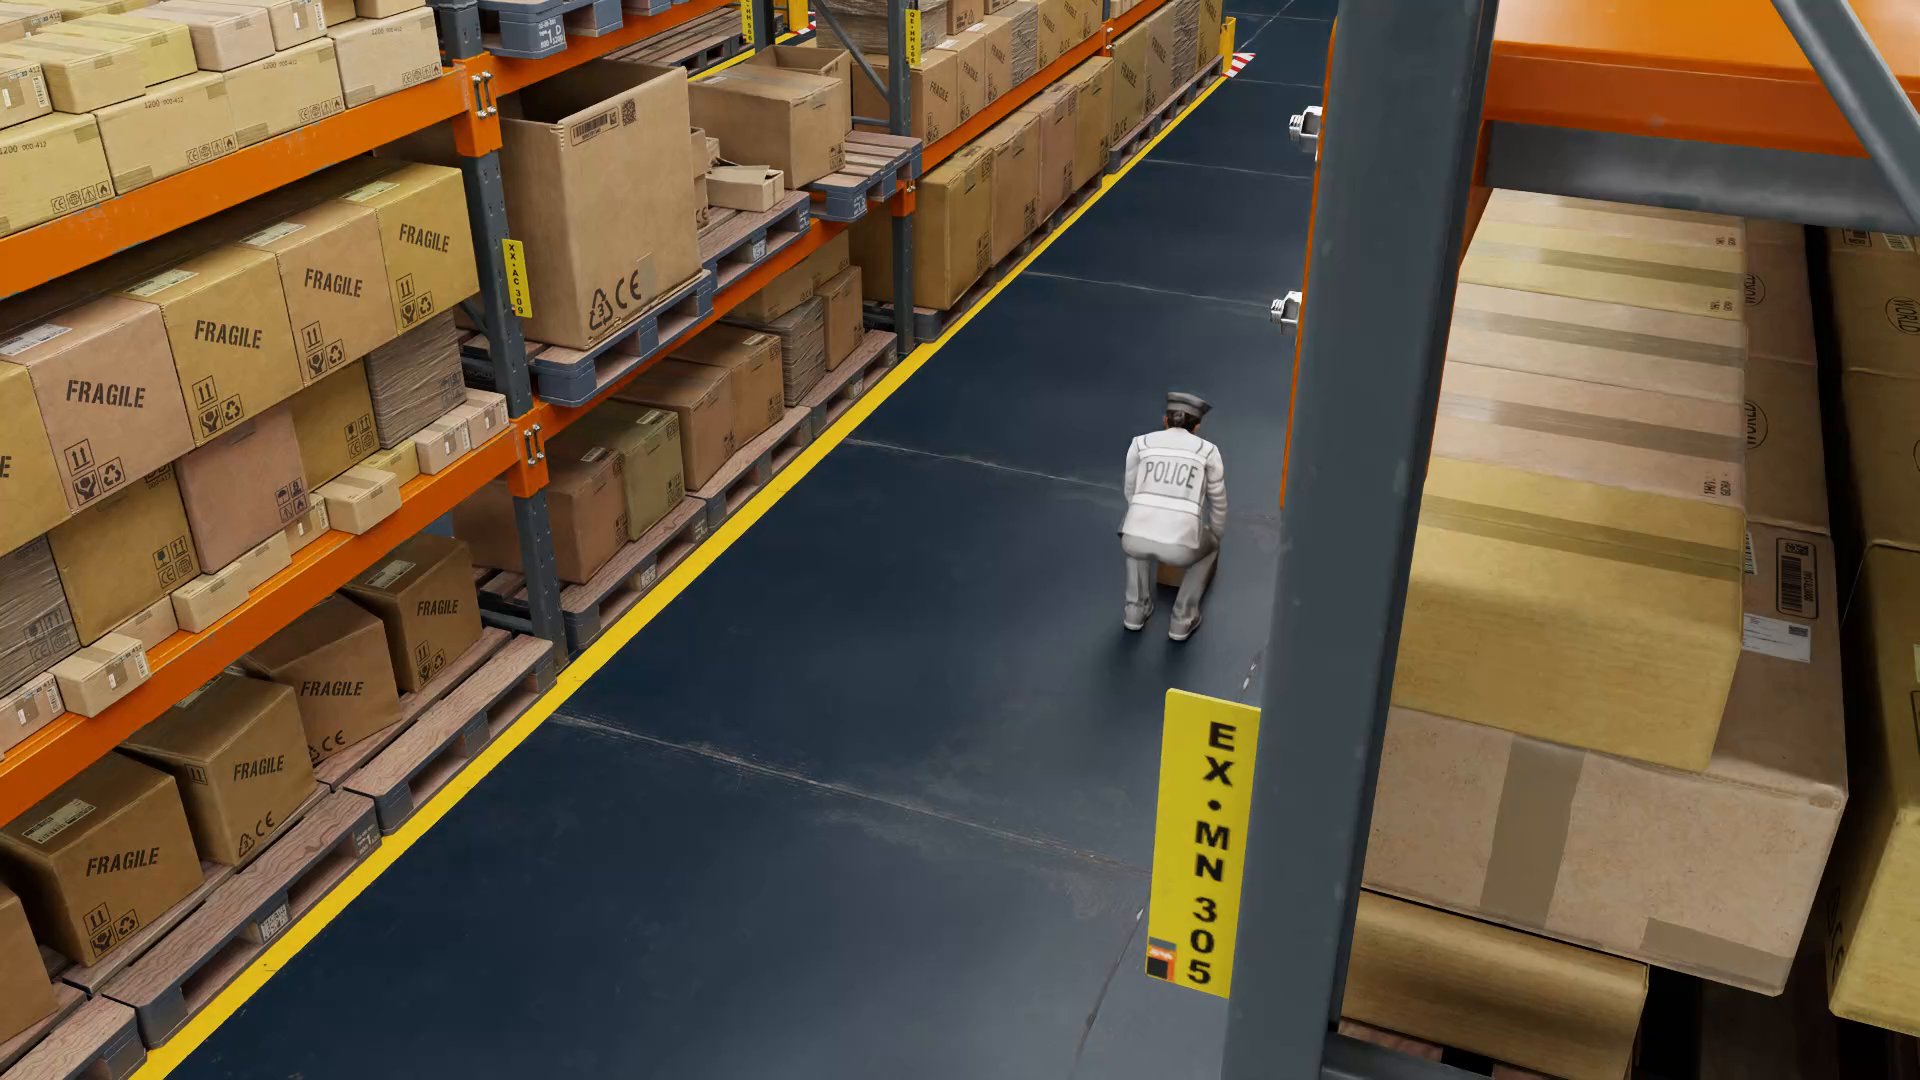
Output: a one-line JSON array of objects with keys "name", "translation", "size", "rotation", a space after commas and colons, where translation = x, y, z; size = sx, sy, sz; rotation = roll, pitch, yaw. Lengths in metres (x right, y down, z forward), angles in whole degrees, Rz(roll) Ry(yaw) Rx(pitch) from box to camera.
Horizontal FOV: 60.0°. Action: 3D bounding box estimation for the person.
[{"name": "person", "translation": [0.988, -0.116, 7.932], "size": [0.505, 1.072, 0.826], "rotation": [11, 32, 19]}]
